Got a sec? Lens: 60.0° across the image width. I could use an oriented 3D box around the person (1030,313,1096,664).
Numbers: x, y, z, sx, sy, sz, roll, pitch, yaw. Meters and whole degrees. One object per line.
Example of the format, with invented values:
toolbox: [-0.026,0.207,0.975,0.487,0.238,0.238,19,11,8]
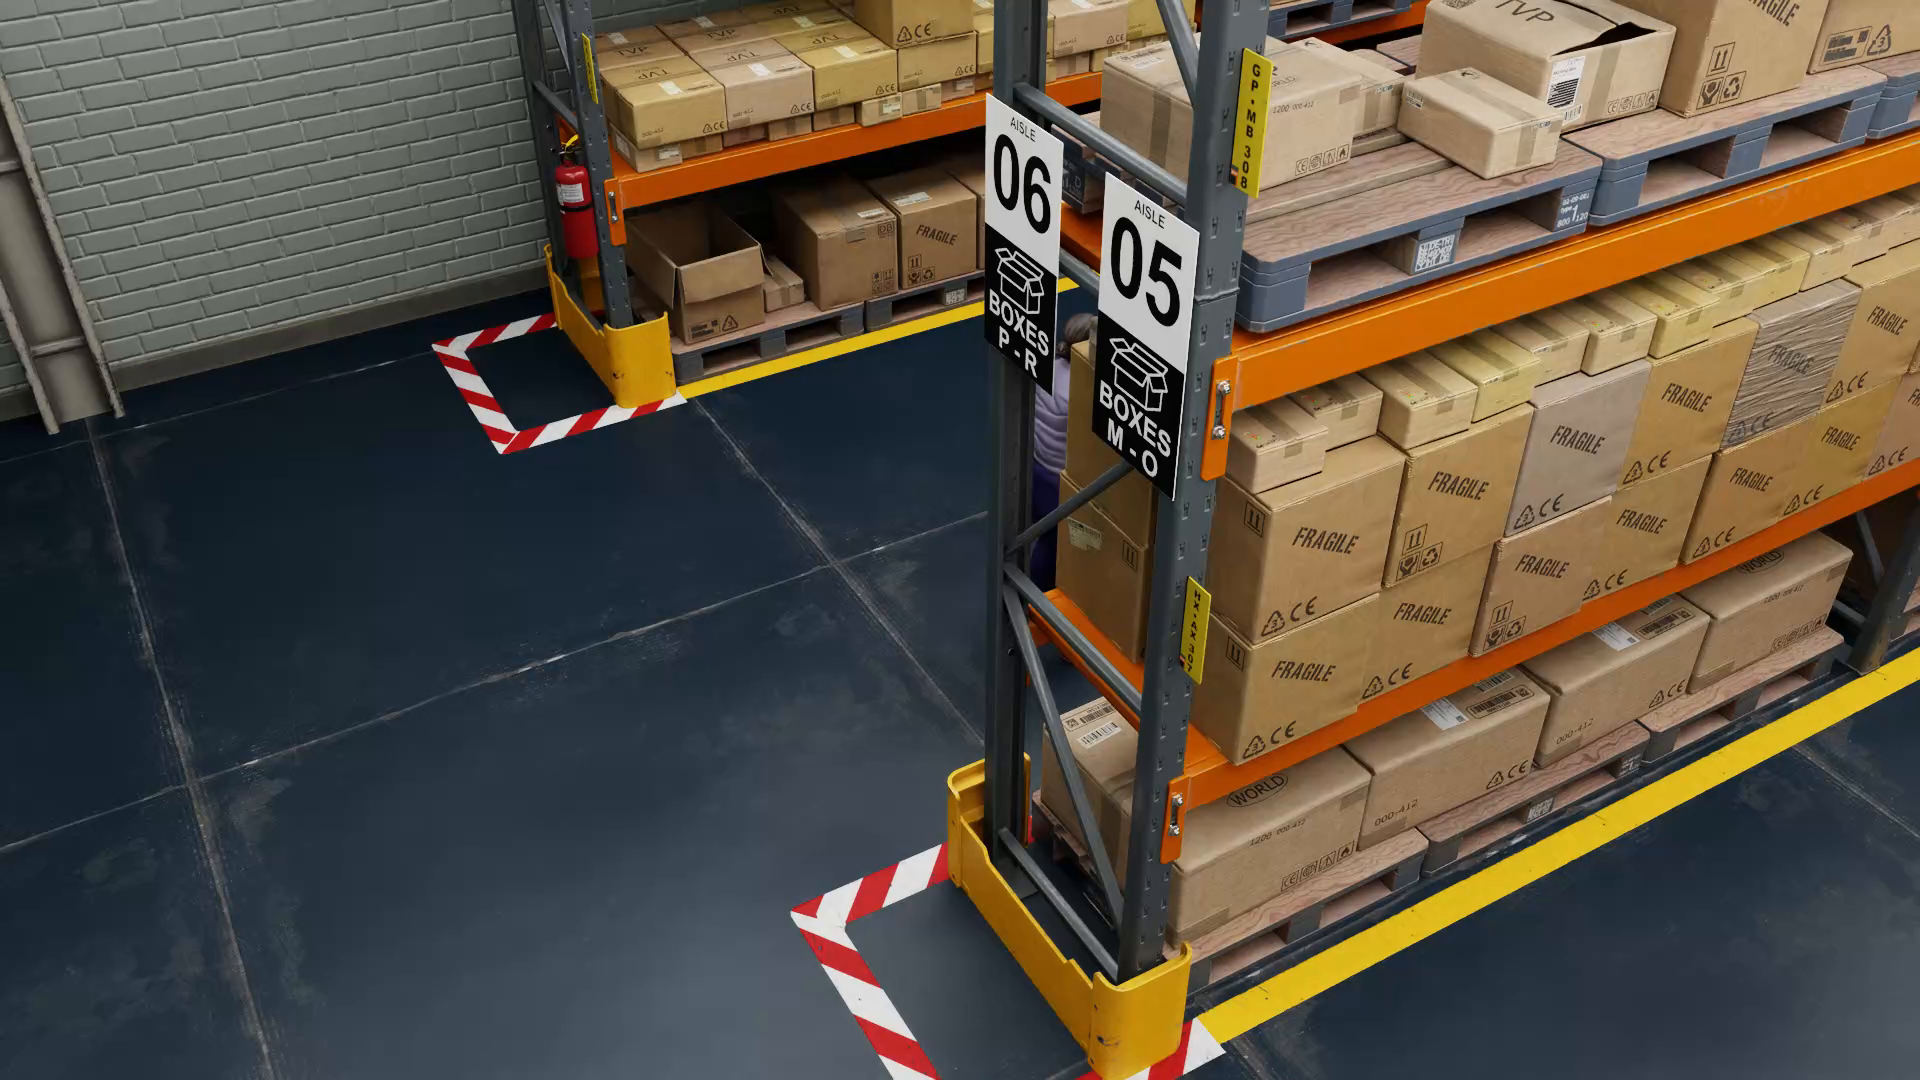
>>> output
person: [0.472,-0.221,7.226,0.374,1.650,0.549,-21,42,-26]
